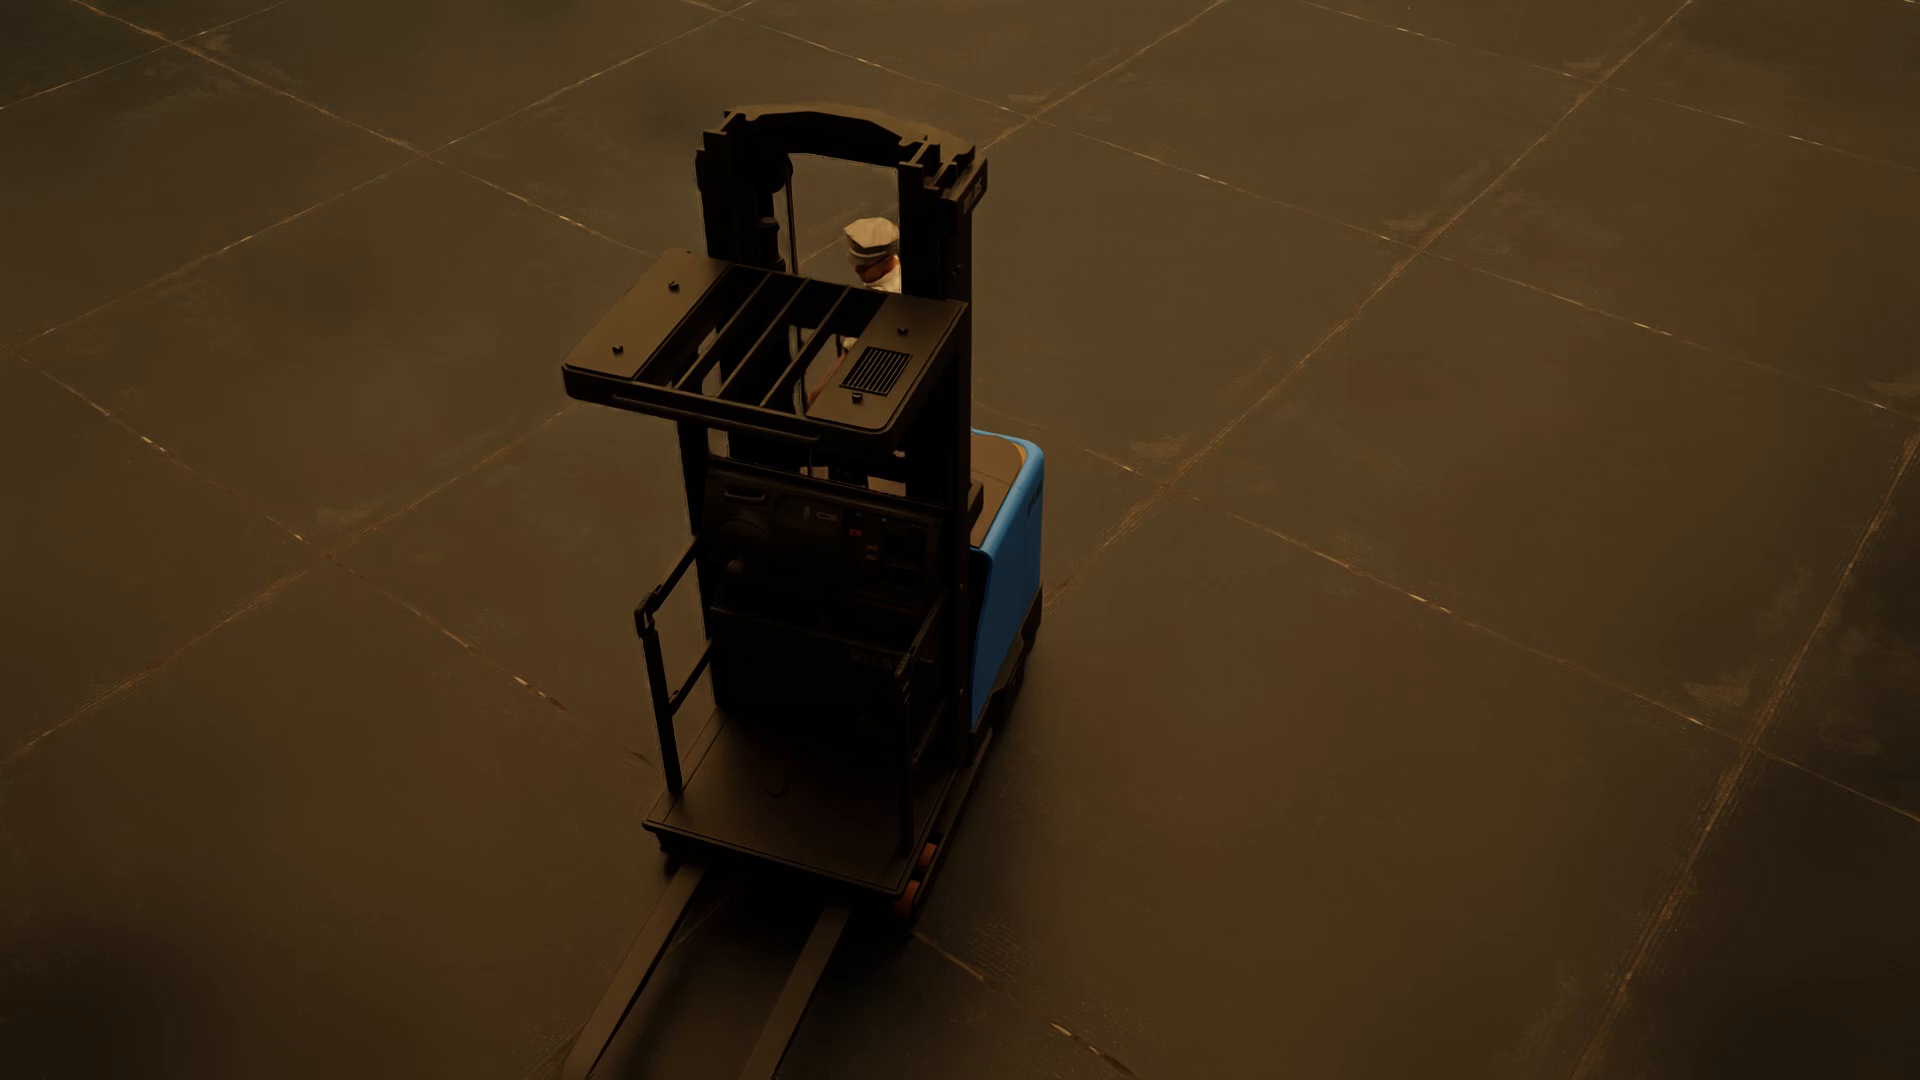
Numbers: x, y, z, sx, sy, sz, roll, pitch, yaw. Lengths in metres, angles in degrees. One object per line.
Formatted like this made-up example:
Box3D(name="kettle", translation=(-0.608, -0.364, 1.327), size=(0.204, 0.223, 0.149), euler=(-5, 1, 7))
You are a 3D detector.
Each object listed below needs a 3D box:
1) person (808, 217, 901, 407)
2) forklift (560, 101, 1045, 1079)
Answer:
Box3D(name="person", translation=(-0.423, -0.804, 7.974), size=(0.932, 1.696, 0.718), euler=(14, 42, 16))
Box3D(name="forklift", translation=(-0.582, 0.082, 5.977), size=(1.130, 2.935, 3.031), euler=(13, 42, 14))
